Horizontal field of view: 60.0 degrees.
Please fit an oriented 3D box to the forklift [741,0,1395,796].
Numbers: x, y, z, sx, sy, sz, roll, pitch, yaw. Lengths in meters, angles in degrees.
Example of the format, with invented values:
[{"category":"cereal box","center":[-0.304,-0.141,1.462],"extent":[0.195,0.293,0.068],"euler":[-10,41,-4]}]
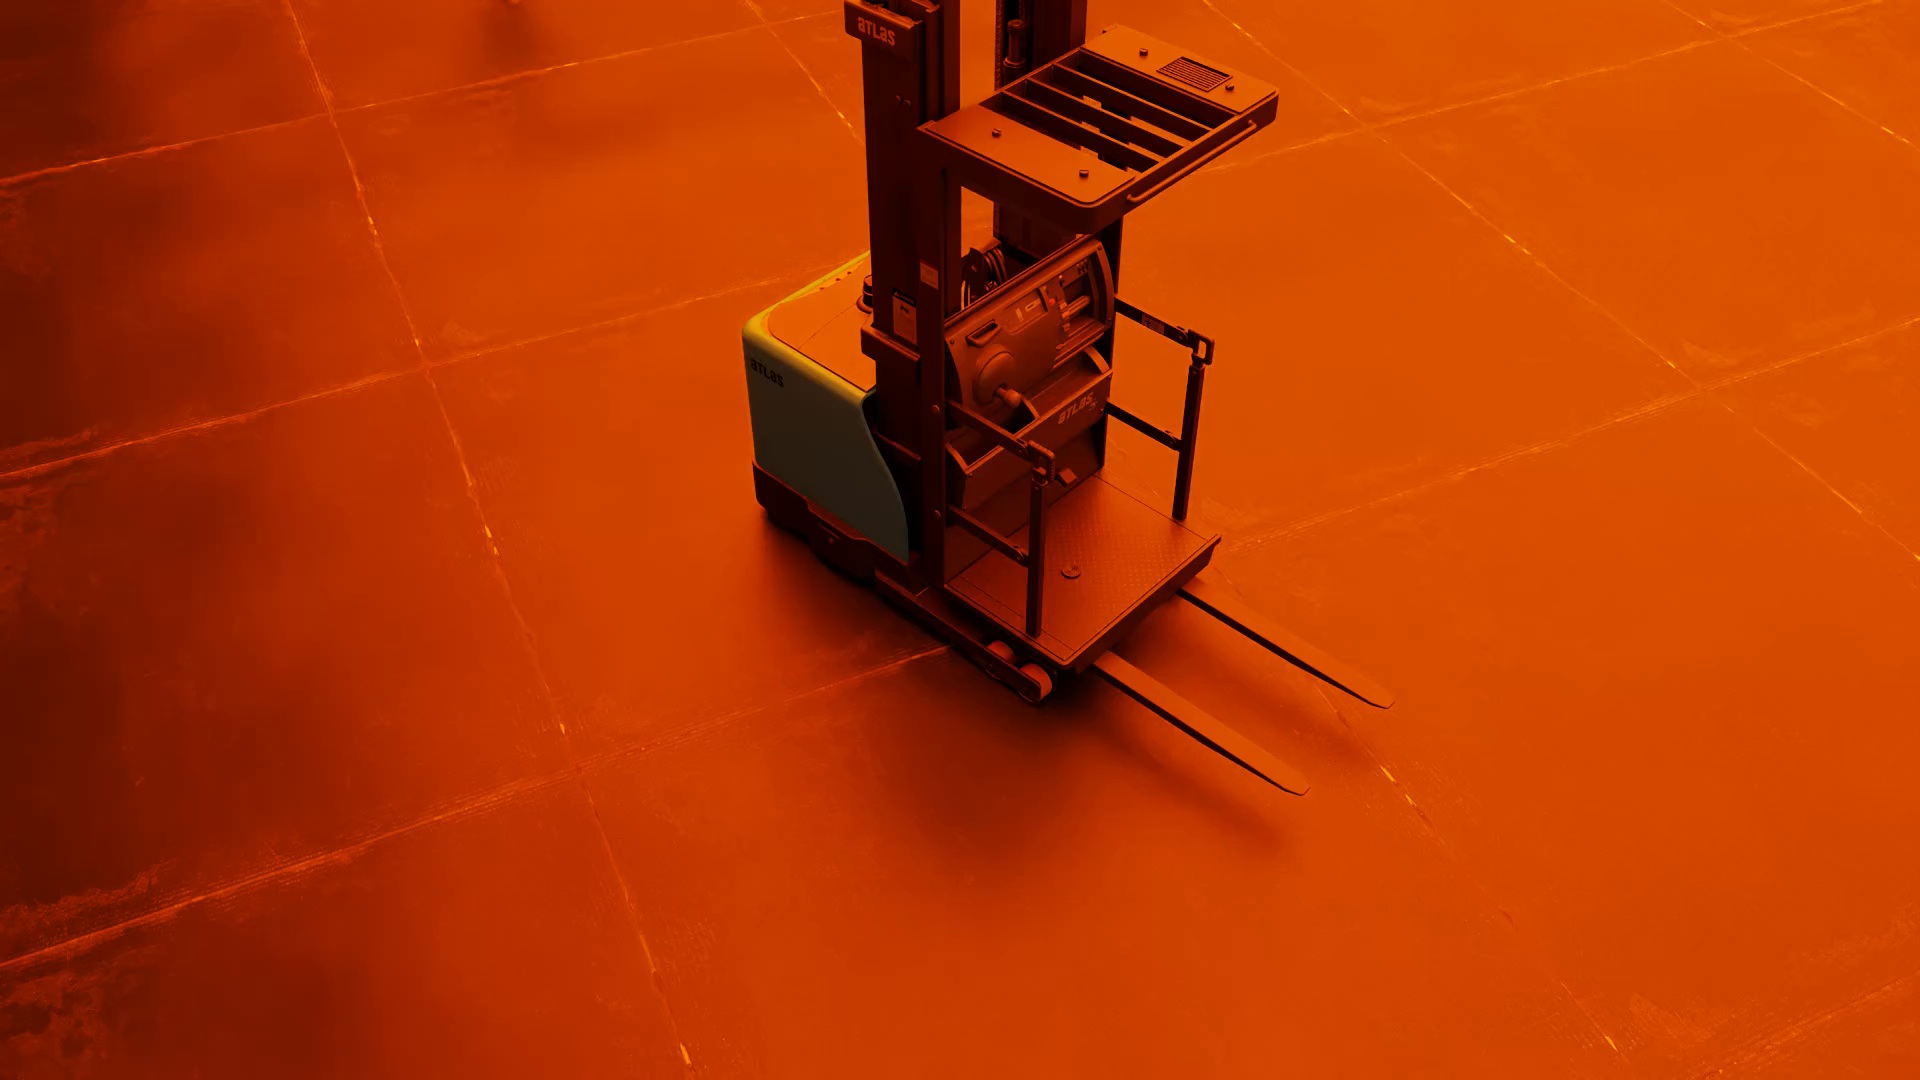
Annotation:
[{"category":"forklift","center":[0.445,-0.788,6.525],"extent":[3.031,2.935,1.130],"euler":[32,52,30]}]
